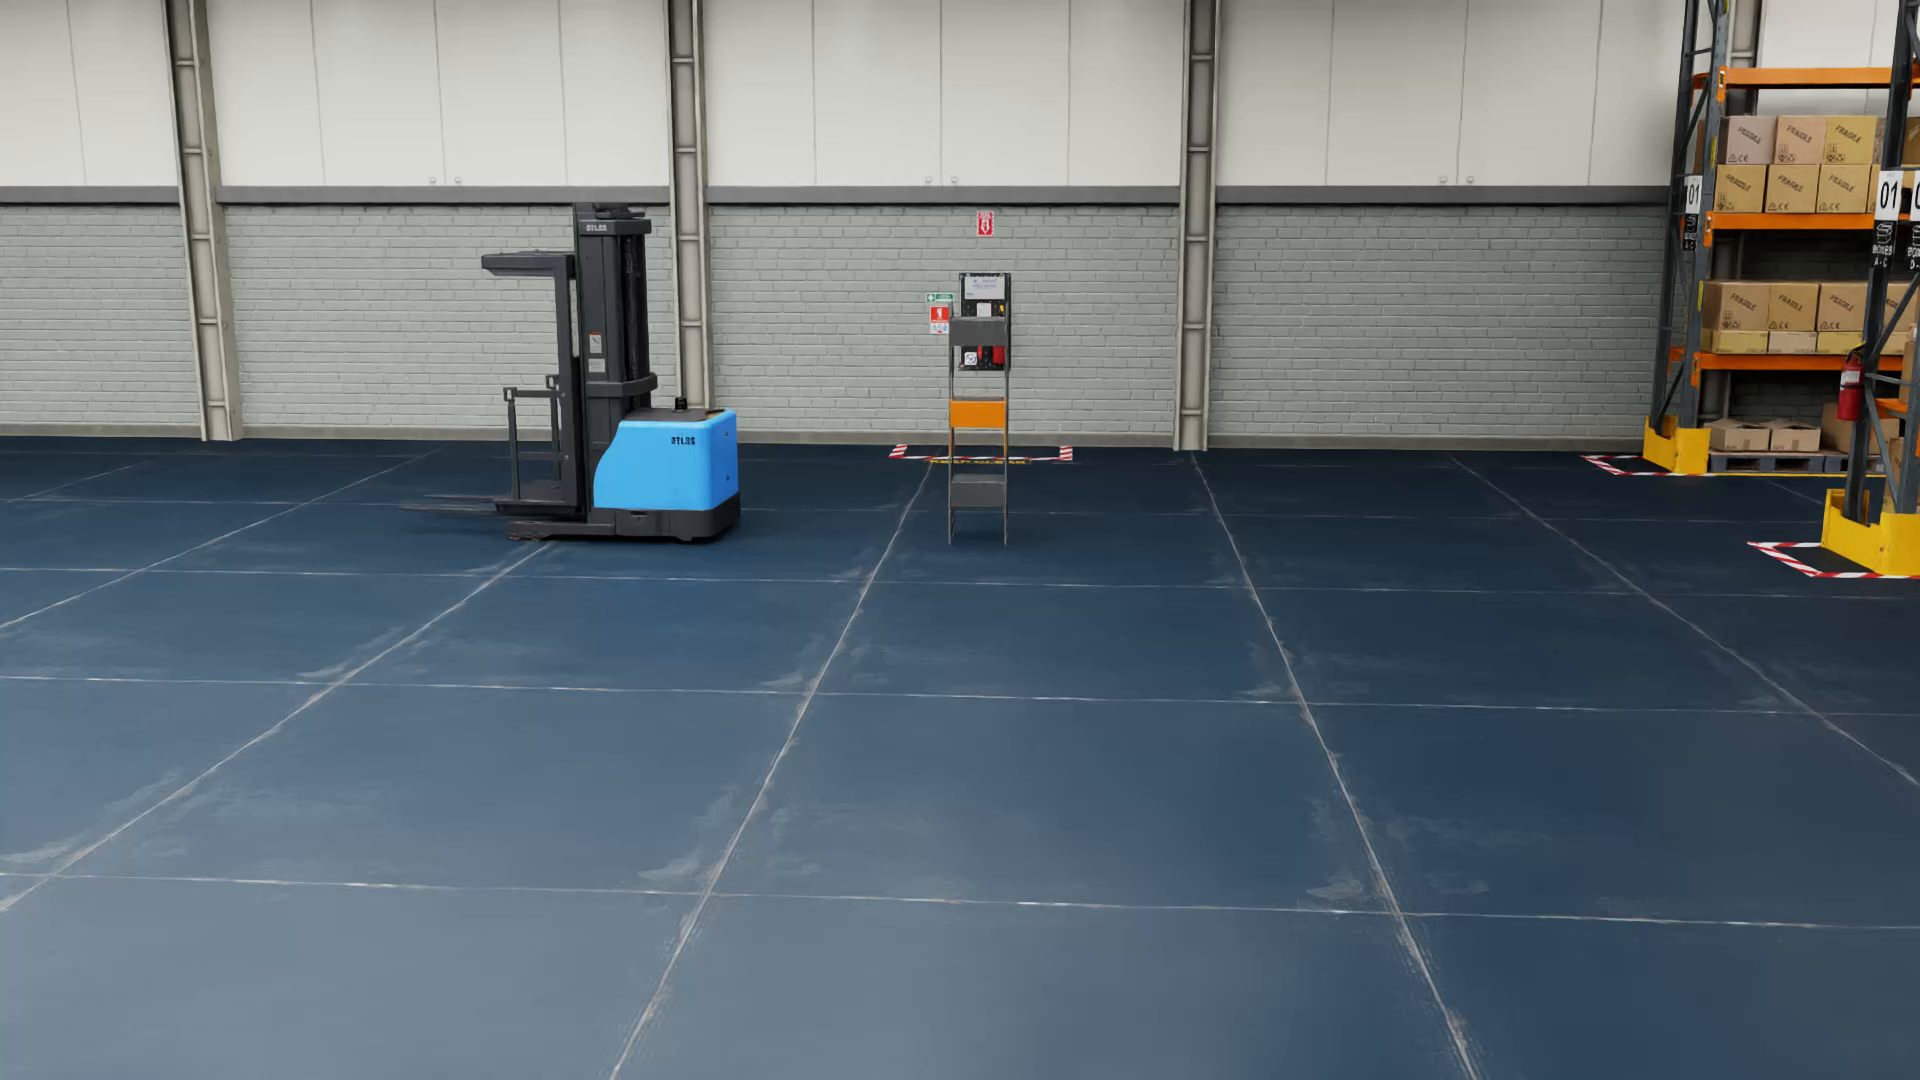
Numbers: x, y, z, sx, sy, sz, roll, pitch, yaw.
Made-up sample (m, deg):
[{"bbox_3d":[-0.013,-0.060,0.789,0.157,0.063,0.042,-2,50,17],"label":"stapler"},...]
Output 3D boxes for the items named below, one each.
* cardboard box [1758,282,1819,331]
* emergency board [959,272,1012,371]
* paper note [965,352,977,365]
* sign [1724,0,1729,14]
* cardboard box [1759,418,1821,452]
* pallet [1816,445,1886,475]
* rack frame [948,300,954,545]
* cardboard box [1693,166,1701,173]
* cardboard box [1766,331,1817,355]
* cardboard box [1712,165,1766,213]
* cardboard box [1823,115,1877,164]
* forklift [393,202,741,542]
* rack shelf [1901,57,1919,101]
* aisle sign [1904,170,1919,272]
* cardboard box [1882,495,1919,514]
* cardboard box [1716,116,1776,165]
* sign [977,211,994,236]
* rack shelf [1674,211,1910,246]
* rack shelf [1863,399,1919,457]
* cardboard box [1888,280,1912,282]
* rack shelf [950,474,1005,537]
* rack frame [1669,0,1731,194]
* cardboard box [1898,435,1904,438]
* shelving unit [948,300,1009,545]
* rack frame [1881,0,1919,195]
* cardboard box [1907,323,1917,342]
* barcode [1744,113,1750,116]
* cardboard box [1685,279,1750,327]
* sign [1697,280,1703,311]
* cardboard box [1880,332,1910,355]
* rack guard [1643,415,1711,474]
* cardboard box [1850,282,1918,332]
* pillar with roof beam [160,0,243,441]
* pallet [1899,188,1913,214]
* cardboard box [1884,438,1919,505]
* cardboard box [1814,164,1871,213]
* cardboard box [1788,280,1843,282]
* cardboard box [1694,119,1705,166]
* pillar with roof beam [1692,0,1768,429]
[{"bbox_3d":[8.944,-2.540,18.071,0.500,0.500,0.500,1,12,4],"label":"cardboard box"},{"bbox_3d":[0.302,-2.604,19.892,0.643,1.169,0.194,1,12,4],"label":"emergency board"},{"bbox_3d":[0.130,-2.190,20.061,0.142,0.148,0.016,1,12,4],"label":"paper note"},{"bbox_3d":[7.959,-5.635,17.253,0.005,0.325,0.100,1,12,4],"label":"sign"},{"bbox_3d":[9.248,-1.177,18.561,0.500,0.311,0.500,2,12,8],"label":"cardboard box"},{"bbox_3d":[10.093,-0.912,18.612,1.213,0.211,1.003,1,12,4],"label":"pallet"},{"bbox_3d":[-0.078,-1.029,14.558,0.015,2.100,0.400,1,12,4],"label":"rack frame"},{"bbox_3d":[8.428,-3.886,18.402,0.500,0.500,0.500,2,12,8],"label":"cardboard box"},{"bbox_3d":[8.980,-2.174,18.152,0.500,0.250,0.500,0,12,2],"label":"cardboard box"},{"bbox_3d":[8.312,-3.785,17.916,0.500,0.500,0.500,1,12,5],"label":"cardboard box"},{"bbox_3d":[9.372,-4.253,17.712,0.500,0.500,0.500,1,12,5],"label":"cardboard box"},{"bbox_3d":[-3.598,-1.534,14.943,3.031,2.935,1.130,2,12,8],"label":"forklift"},{"bbox_3d":[9.663,-3.663,13.033,4.000,0.370,1.077,1,12,4],"label":"rack shelf"},{"bbox_3d":[7.582,-2.512,13.102,0.004,0.787,0.394,1,12,4],"label":"aisle sign"},{"bbox_3d":[8.223,-0.214,14.155,0.500,0.250,0.500,1,12,4],"label":"cardboard box"},{"bbox_3d":[8.363,-4.275,17.817,0.500,0.500,0.500,0,12,0],"label":"cardboard box"},{"bbox_3d":[0.300,-3.759,19.752,0.199,0.298,0.001,1,12,4],"label":"sign"},{"bbox_3d":[9.991,-3.402,18.137,4.000,0.370,1.077,1,12,4],"label":"rack shelf"},{"bbox_3d":[9.663,-0.922,13.606,4.000,0.370,1.077,1,12,4],"label":"rack shelf"},{"bbox_3d":[10.518,-2.627,18.486,0.500,0.500,0.500,1,12,5],"label":"cardboard box"},{"bbox_3d":[0.165,-0.327,14.688,0.480,0.518,0.431,1,12,4],"label":"rack shelf"},{"bbox_3d":[7.995,-5.250,17.887,0.127,3.000,1.000,1,12,4],"label":"rack frame"},{"bbox_3d":[10.392,-1.105,18.611,0.250,0.149,0.380,0,12,-1],"label":"cardboard box"},{"bbox_3d":[0.165,-1.025,14.542,0.503,2.100,0.431,1,12,4],"label":"shelving unit"},{"bbox_3d":[7.668,-4.238,13.049,0.127,3.000,1.000,1,12,4],"label":"rack frame"},{"bbox_3d":[8.062,-1.701,13.748,0.250,0.149,0.380,1,12,3],"label":"cardboard box"},{"bbox_3d":[8.737,-4.706,18.462,0.075,0.075,0.001,1,12,4],"label":"barcode"},{"bbox_3d":[8.480,-2.654,18.614,0.500,0.500,0.500,1,12,3],"label":"cardboard box"},{"bbox_3d":[7.959,-2.626,17.883,0.005,0.325,0.100,1,12,4],"label":"sign"},{"bbox_3d":[9.992,-2.158,18.078,0.500,0.250,0.500,1,12,4],"label":"cardboard box"},{"bbox_3d":[8.071,-1.089,18.752,0.348,0.500,1.175,1,12,4],"label":"rack guard"},{"bbox_3d":[9.975,-2.527,18.009,0.500,0.500,0.500,1,12,6],"label":"cardboard box"},{"bbox_3d":[-9.496,-4.784,15.659,0.400,9.000,9.100,1,12,4],"label":"pillar with roof beam"},{"bbox_3d":[8.372,-2.711,13.293,1.213,0.211,1.003,1,12,4],"label":"pallet"},{"bbox_3d":[8.223,-0.582,14.080,0.500,0.500,0.500,1,12,4],"label":"cardboard box"},{"bbox_3d":[9.364,-3.764,17.816,0.500,0.500,0.500,1,12,6],"label":"cardboard box"},{"bbox_3d":[9.497,-2.639,18.542,0.500,0.500,0.500,0,12,2],"label":"cardboard box"},{"bbox_3d":[8.443,-4.377,18.307,0.500,0.500,0.500,1,12,6],"label":"cardboard box"},{"bbox_3d":[8.464,-4.537,14.482,0.400,9.000,9.100,1,12,4],"label":"pillar with roof beam"}]
